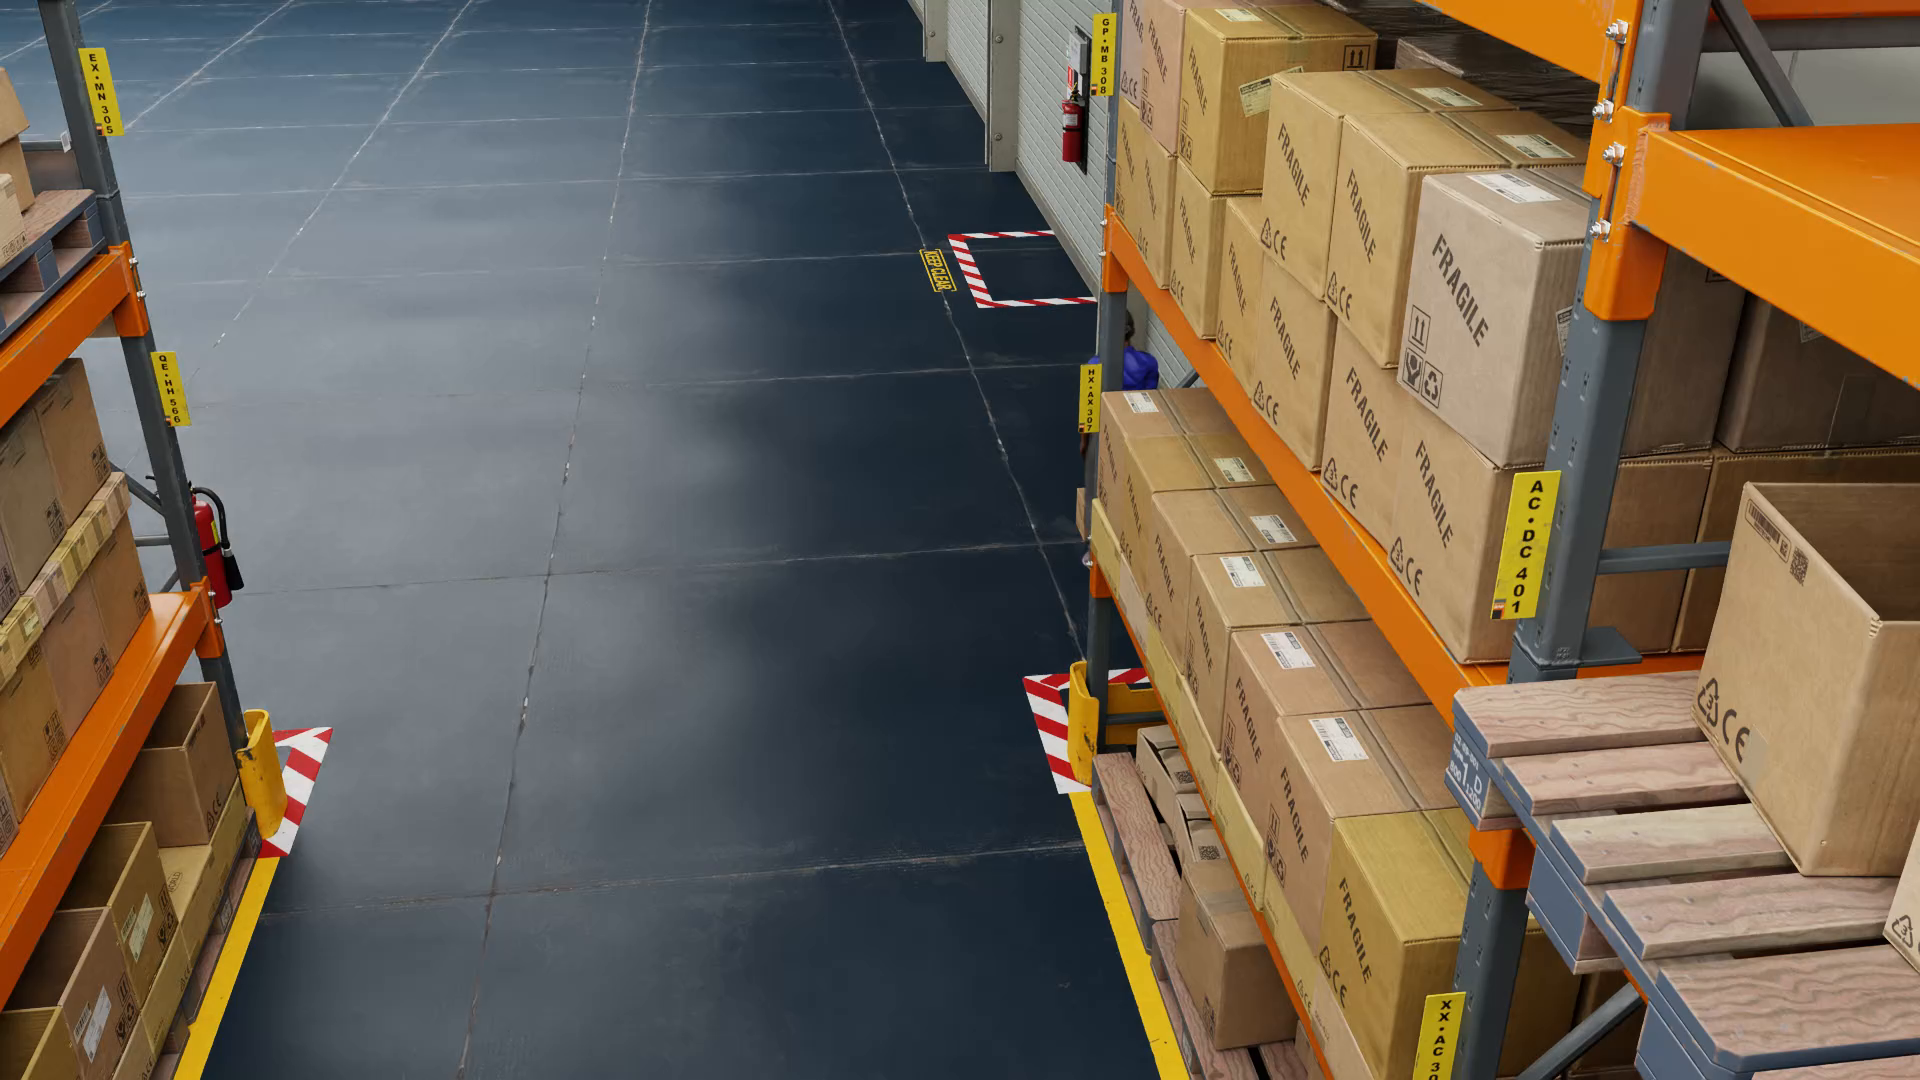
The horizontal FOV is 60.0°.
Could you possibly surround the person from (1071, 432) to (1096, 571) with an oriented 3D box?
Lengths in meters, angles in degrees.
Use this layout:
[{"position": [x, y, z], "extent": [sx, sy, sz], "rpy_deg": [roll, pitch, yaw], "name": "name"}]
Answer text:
[{"position": [0.909, -0.226, 10.089], "extent": [0.452, 0.755, 0.847], "rpy_deg": [-4, 28, -8], "name": "person"}]
